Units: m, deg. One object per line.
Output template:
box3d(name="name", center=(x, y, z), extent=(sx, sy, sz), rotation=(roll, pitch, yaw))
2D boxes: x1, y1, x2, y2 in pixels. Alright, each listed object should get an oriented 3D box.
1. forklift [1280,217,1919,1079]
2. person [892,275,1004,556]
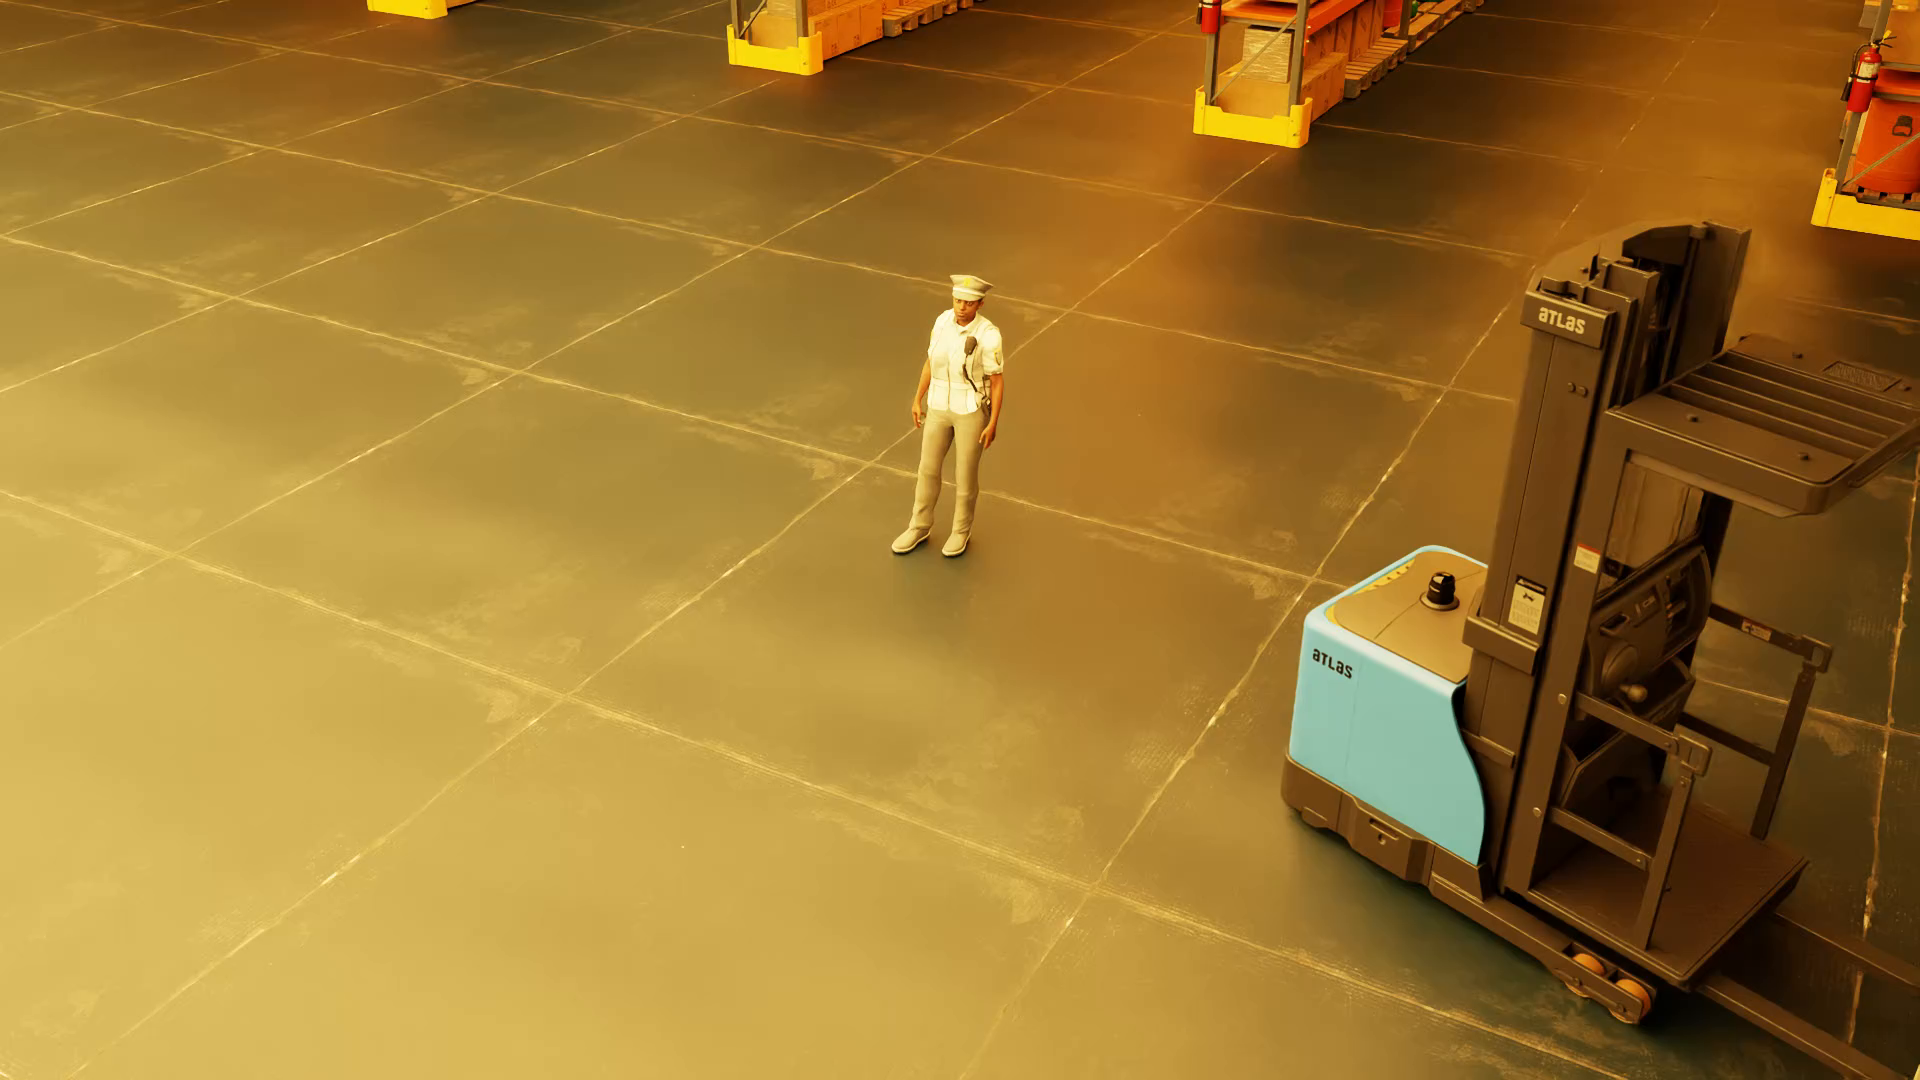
box3d(name="forklift", center=(2.858, 0.372, 6.426), extent=(1.130, 2.935, 3.031), rotation=(-24, 38, -35))
box3d(name="person", center=(-0.054, -0.711, 9.528), extent=(0.569, 1.693, 0.528), rotation=(15, 33, 25))
